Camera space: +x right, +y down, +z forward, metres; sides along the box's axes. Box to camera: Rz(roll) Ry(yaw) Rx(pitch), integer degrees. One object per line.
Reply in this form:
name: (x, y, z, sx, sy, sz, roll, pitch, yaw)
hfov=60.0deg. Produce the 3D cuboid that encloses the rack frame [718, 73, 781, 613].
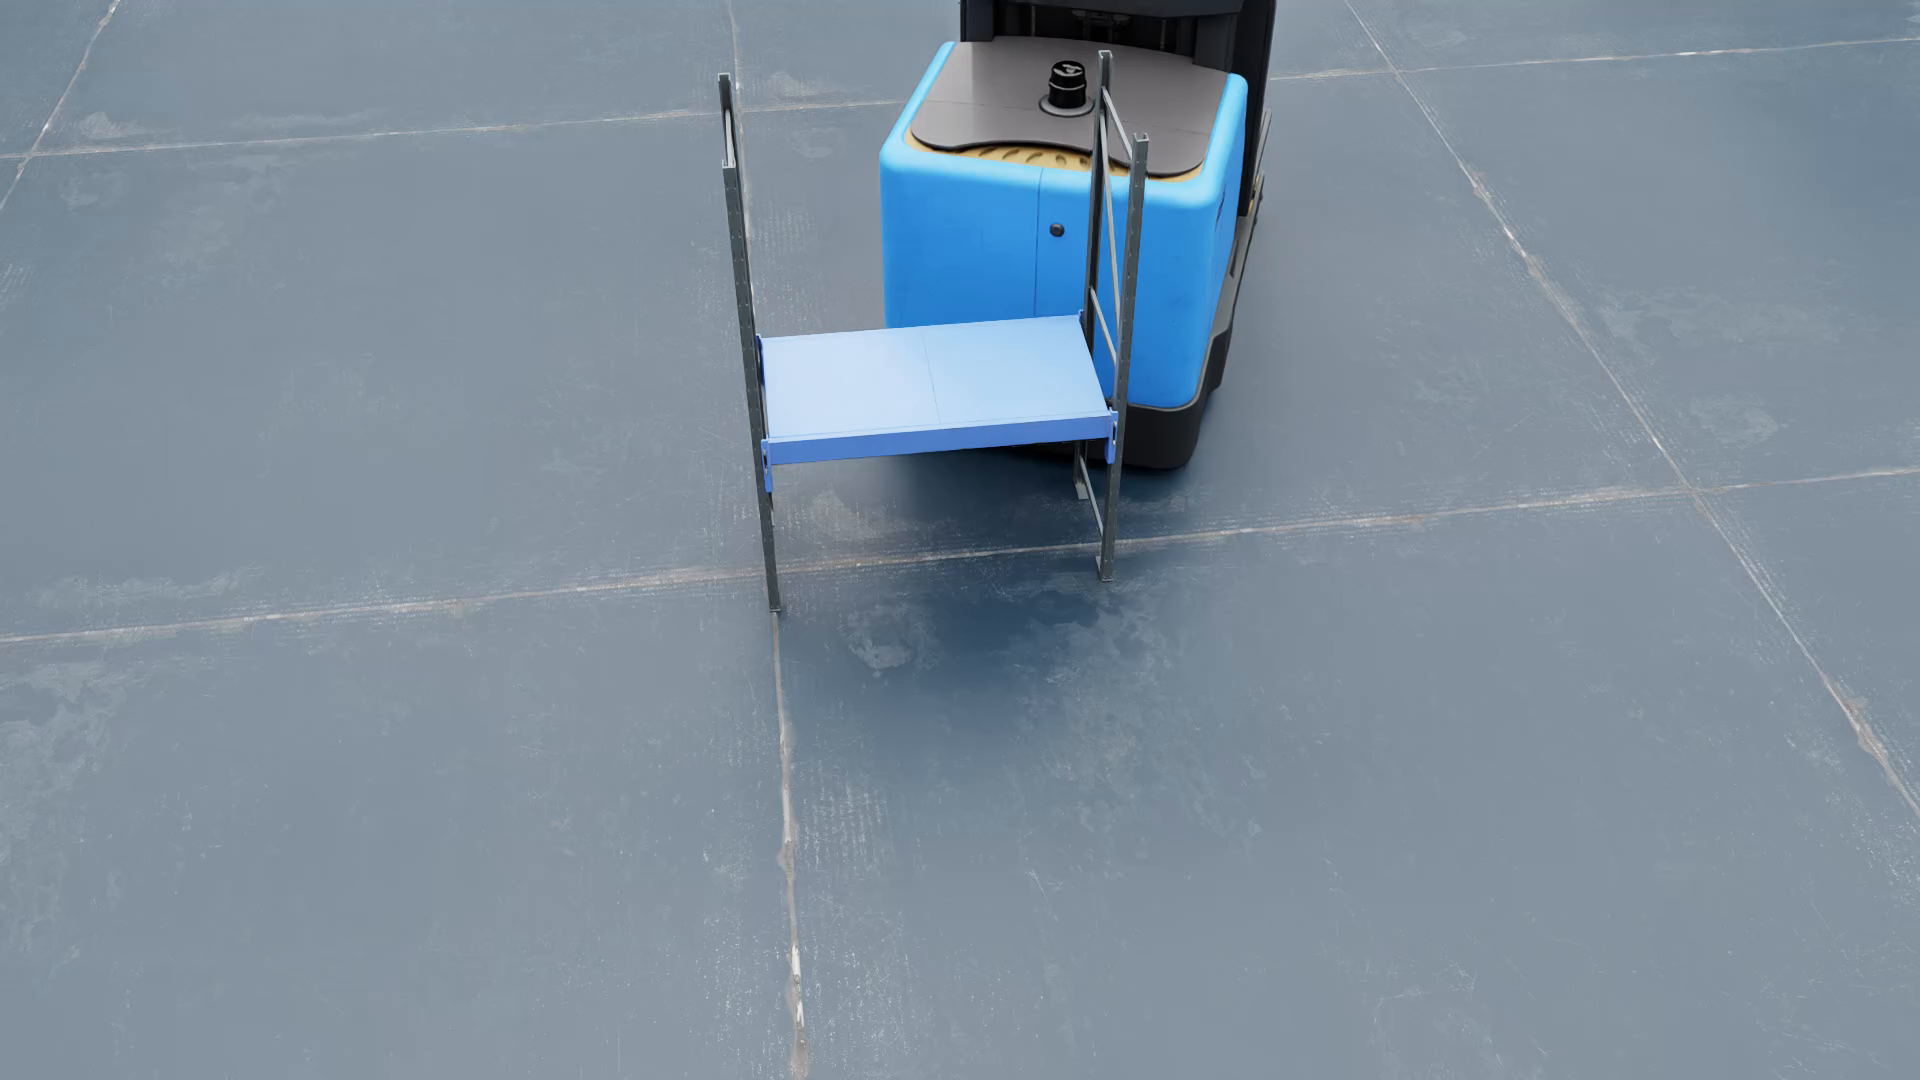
rack frame: (-0.589, -0.505, 4.690, 0.032, 1.500, 0.500, -5, 42, -6)

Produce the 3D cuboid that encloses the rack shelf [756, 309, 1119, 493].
rack shelf: (-0.085, -0.416, 4.860, 1.000, 0.185, 0.538, -5, 42, -6)

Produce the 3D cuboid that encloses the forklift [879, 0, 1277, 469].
forklift: (0.600, -2.318, 5.632, 1.130, 2.935, 3.031, 10, 43, 11)

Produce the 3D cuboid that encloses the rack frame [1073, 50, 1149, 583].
rack frame: (0.419, -0.594, 4.788, 0.032, 1.500, 0.500, -5, 42, -6)

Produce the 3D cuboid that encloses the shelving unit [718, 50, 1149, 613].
shelving unit: (-0.085, -0.549, 4.739, 1.048, 1.500, 0.538, -5, 42, -6)
